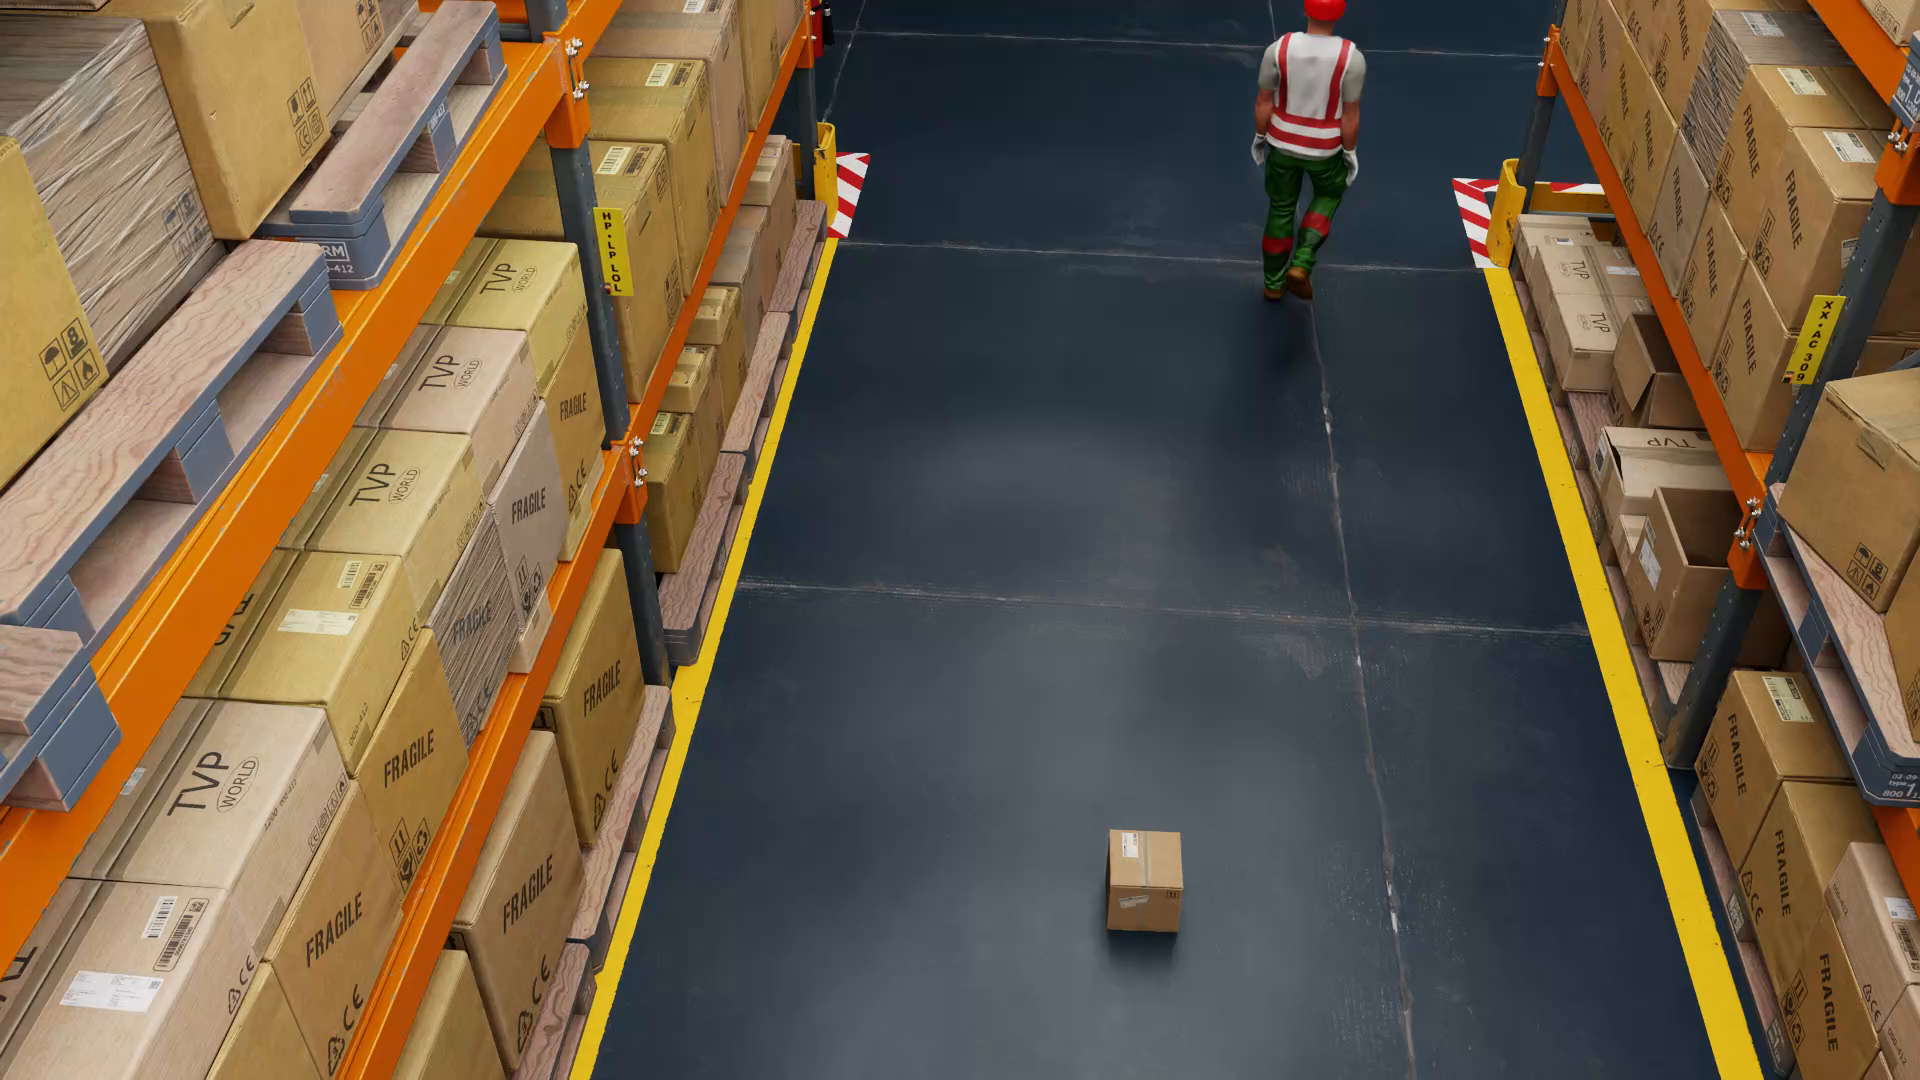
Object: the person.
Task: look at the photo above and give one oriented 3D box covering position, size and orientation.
[{"bbox_3d":[1.785,-2.039,8.552,0.567,1.778,0.496,13,42,16],"label":"person"}]
